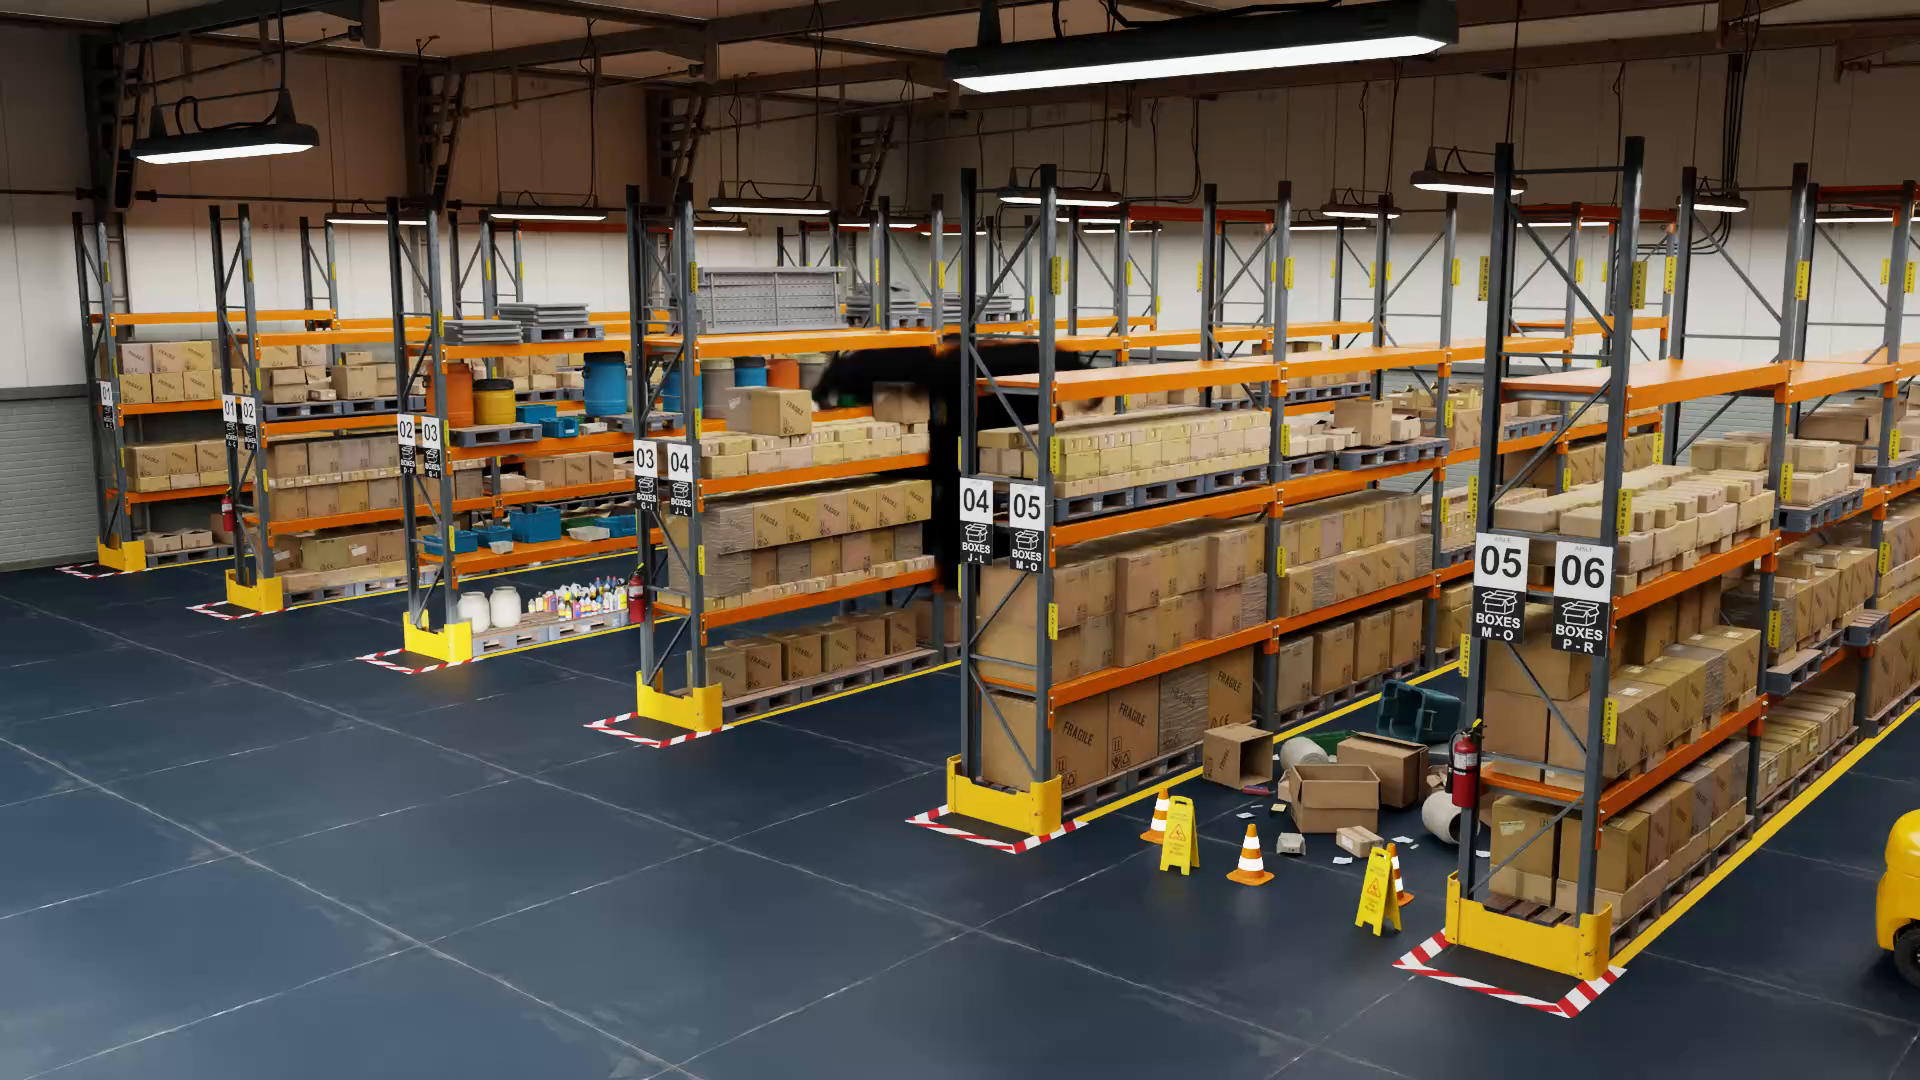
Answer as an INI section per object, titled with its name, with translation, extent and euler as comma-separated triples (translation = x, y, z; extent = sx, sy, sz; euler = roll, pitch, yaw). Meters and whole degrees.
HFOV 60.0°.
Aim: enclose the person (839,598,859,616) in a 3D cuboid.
[person]
translation = -1.657, 0.337, 22.990
extent = 0.667, 1.719, 0.946
euler = 4, 10, 22
